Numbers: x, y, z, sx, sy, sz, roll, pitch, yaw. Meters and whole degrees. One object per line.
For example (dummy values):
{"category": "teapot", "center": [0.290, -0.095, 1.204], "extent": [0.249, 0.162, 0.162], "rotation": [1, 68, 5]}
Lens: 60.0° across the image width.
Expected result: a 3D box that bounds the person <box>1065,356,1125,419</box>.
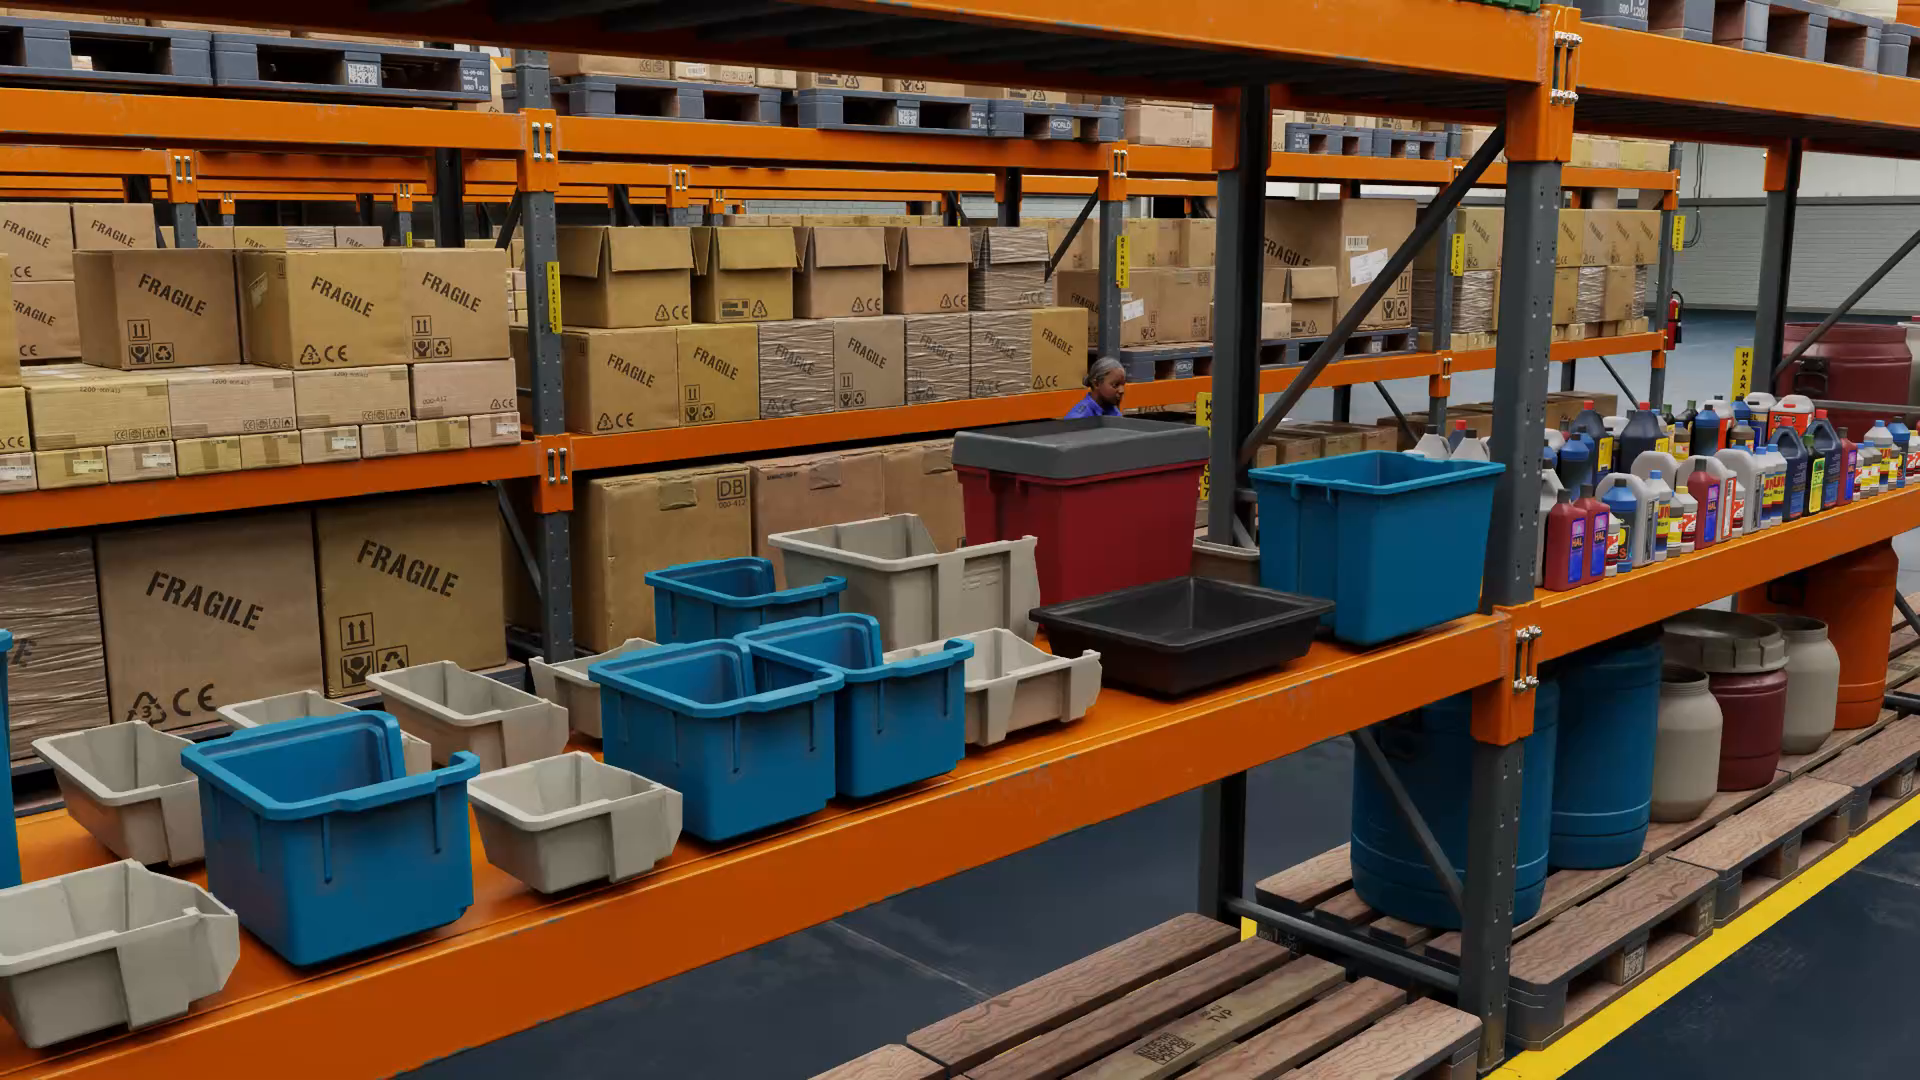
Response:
{"category": "person", "center": [0.676, -0.122, 8.585], "extent": [0.351, 1.654, 0.531], "rotation": [10, 15, 43]}
